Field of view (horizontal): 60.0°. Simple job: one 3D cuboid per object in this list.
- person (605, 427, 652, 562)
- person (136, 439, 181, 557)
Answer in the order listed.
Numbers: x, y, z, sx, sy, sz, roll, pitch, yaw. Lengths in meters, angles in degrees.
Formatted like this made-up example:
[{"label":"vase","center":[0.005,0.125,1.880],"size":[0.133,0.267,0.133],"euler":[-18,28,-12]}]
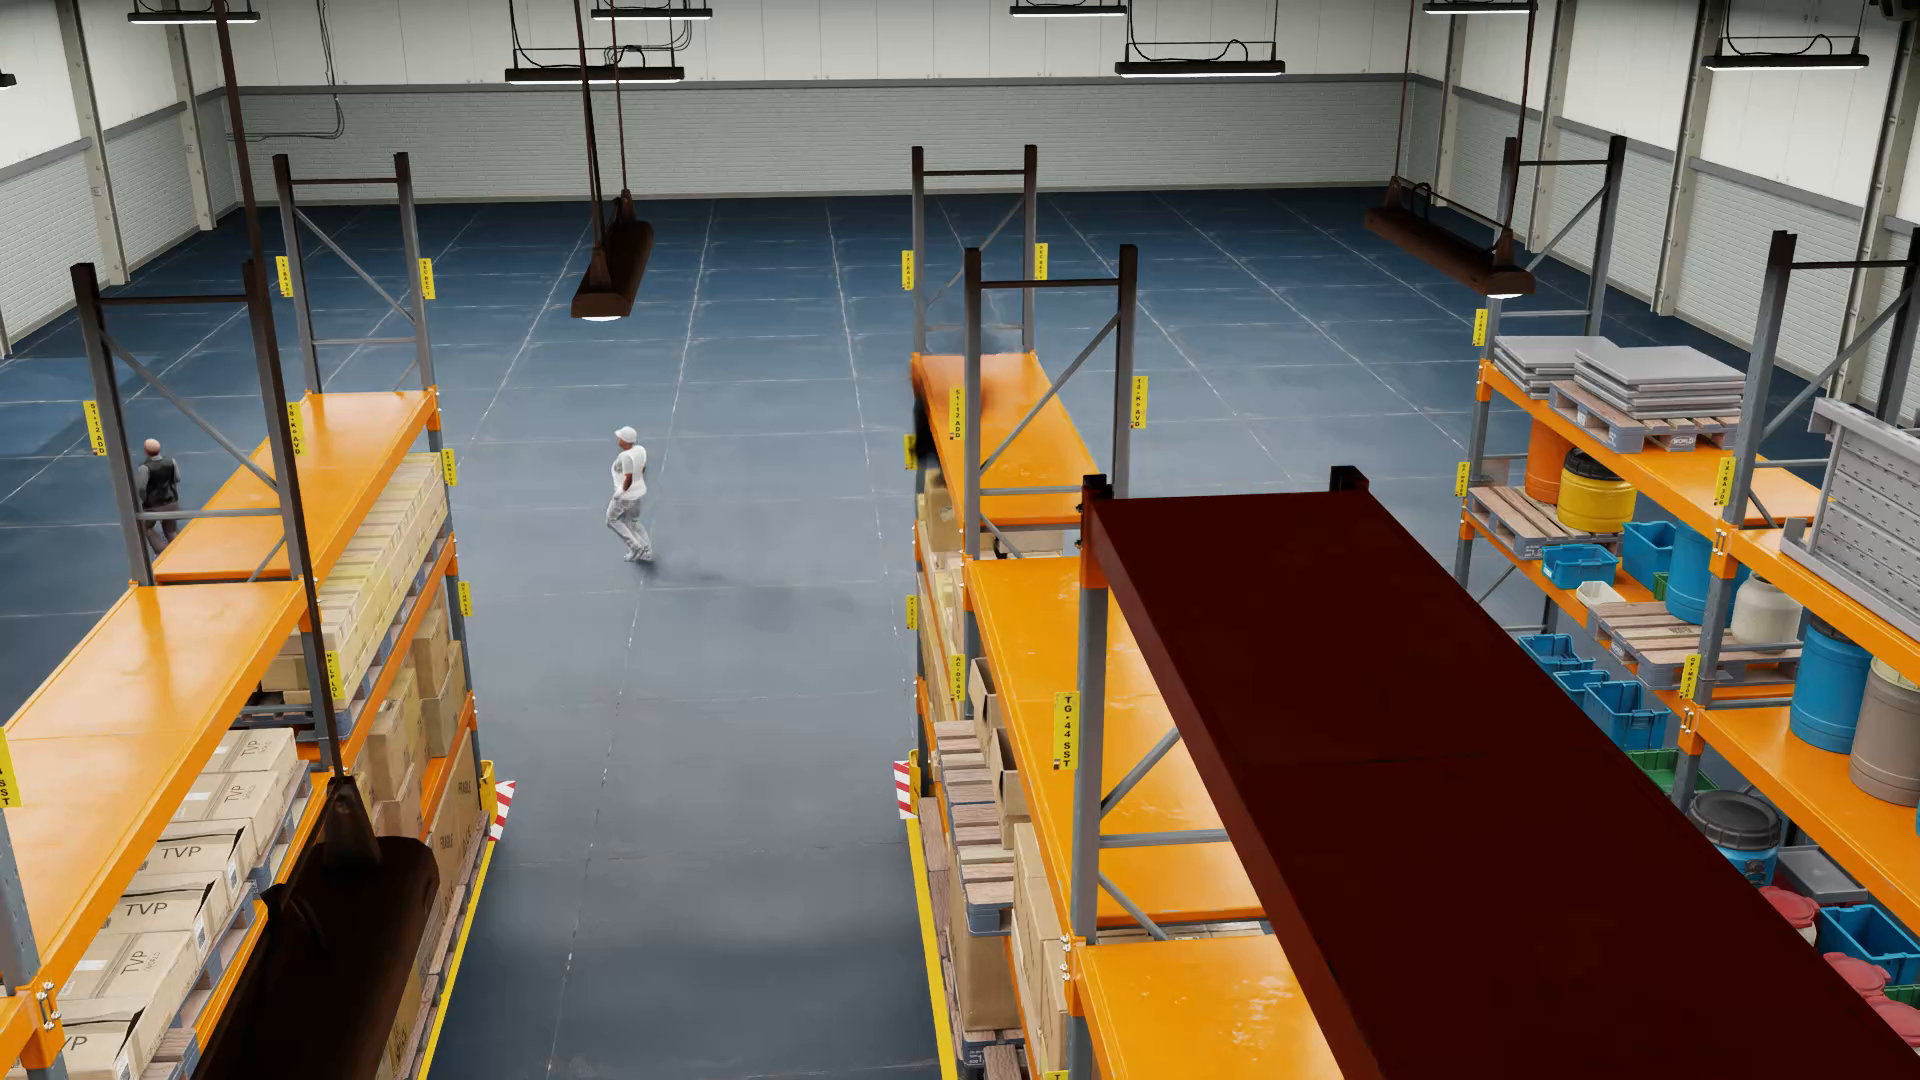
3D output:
[{"label":"person","center":[-4.175,-0.579,20.699],"size":[0.629,1.743,0.656],"euler":[9,23,21]},{"label":"person","center":[-9.859,-0.429,20.420],"size":[0.647,1.717,0.639],"euler":[16,27,36]}]
